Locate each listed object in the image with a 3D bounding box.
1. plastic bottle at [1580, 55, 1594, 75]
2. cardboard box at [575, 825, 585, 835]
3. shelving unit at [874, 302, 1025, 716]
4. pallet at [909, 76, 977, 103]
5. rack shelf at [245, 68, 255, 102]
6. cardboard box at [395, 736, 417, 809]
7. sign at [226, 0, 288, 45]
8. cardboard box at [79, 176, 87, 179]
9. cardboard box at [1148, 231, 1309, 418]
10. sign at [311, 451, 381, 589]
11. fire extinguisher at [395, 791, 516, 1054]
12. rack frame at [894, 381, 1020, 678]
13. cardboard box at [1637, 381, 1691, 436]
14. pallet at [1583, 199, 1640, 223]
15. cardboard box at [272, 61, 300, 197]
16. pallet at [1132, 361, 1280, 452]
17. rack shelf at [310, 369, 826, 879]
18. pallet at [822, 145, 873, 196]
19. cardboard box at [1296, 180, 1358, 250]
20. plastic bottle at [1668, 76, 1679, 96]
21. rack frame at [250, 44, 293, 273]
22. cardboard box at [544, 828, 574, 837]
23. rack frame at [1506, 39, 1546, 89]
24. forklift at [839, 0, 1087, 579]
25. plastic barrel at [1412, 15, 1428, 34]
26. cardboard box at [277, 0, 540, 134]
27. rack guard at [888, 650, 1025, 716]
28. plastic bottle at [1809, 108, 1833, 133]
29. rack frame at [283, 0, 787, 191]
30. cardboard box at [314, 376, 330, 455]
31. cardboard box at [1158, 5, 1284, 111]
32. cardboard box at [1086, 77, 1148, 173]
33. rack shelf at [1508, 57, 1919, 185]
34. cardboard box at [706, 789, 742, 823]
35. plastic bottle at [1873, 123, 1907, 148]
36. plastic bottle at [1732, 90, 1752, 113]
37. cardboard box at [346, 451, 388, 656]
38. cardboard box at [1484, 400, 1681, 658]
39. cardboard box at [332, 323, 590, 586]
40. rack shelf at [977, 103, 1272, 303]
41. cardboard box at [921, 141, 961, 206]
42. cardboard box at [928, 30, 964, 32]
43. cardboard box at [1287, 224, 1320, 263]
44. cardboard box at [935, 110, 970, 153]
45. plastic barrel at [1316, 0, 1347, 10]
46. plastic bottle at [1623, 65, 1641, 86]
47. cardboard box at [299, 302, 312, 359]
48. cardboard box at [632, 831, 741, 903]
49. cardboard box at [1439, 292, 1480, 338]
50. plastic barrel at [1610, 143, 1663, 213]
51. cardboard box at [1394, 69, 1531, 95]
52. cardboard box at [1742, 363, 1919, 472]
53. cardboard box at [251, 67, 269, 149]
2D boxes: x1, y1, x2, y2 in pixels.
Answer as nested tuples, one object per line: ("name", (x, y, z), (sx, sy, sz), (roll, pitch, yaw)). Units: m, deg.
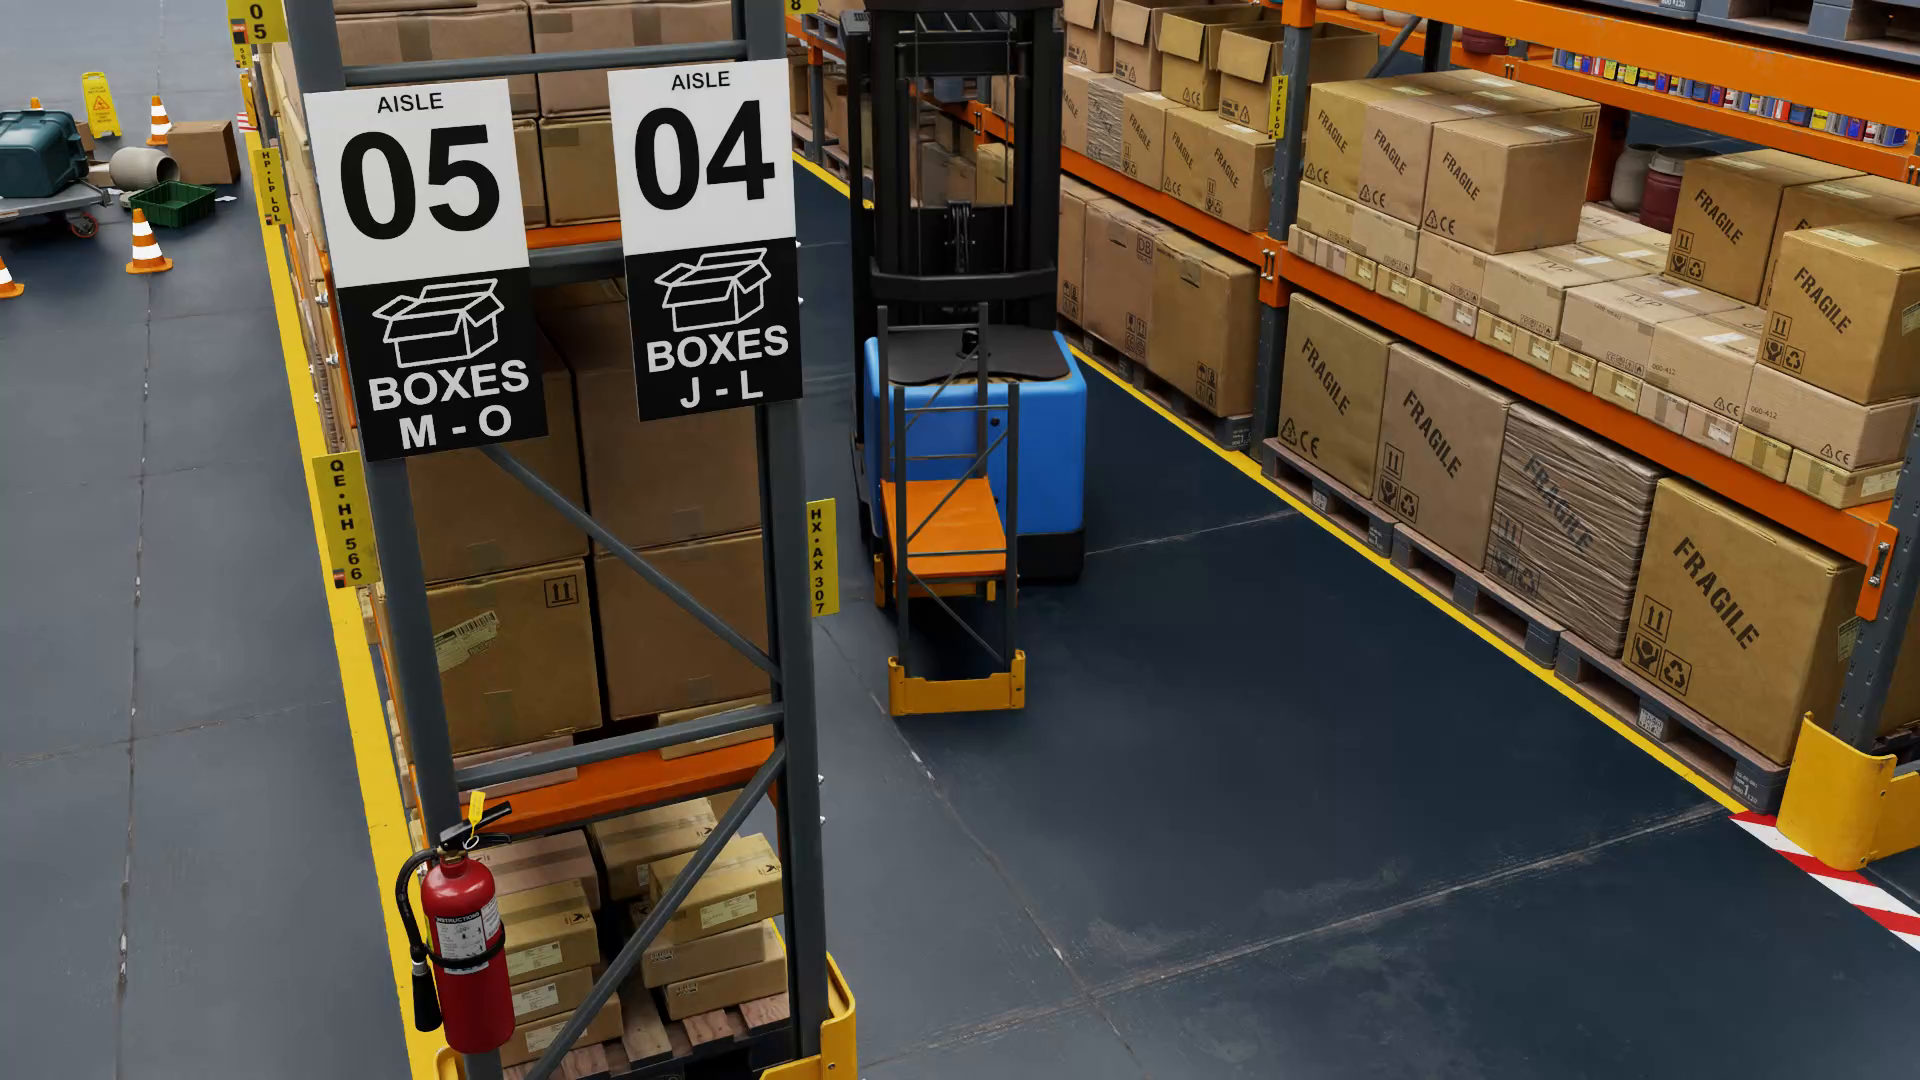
("plastic bottle", (5.126, -3.937, 13.528), (0.061, 0.283, 0.133), (-11, 28, -21))
("cardboard box", (-1.239, 0.958, 6.139), (0.380, 0.149, 0.250), (-10, 28, -20))
("shelving unit", (-0.066, -0.160, 7.368), (0.587, 1.500, 1.083), (-3, 26, -6))
("pallet", (0.233, -3.692, 13.112), (1.213, 0.211, 1.003), (-11, 28, -21))
("rack shelf", (-4.776, -3.182, 12.668), (1.077, 0.370, 4.000), (-11, 28, -21))
("cardboard box", (-1.764, 0.778, 5.830), (0.380, 0.149, 0.250), (-10, 28, -19))
("sign", (-1.379, -1.127, 3.211), (0.100, 0.325, 0.005), (-11, 28, -21))
("cardboard box", (-8.250, -3.325, 14.832), (0.797, 0.637, 0.503), (-11, 28, -21))
("cardboard box", (1.908, -1.383, 10.107), (1.225, 0.875, 0.875), (-10, 28, -20))
("sign", (-1.379, -0.043, 3.740), (0.100, 0.325, 0.005), (-11, 28, -21))
("fire extinguisher", (-1.186, 0.915, 3.970), (0.296, 0.674, 0.183), (-11, 28, -21))
("rack frame", (-0.013, 0.058, 6.922), (0.500, 1.500, 0.032), (-3, 26, -6))
("cardboard box", (3.003, -0.561, 6.767), (0.380, 0.149, 0.250), (-10, 28, -20))
("pallet", (5.515, -2.796, 14.236), (1.003, 0.211, 1.213), (-11, 28, -21))
("cardboard box", (-1.488, -1.092, 4.319), (0.500, 0.250, 0.500), (-11, 28, -21))
("pallet", (1.805, -0.940, 10.434), (1.003, 0.211, 1.213), (-11, 28, -21))
("rack shelf", (-1.643, 0.048, 6.053), (1.077, 0.370, 4.000), (-11, 28, -21))
("pallet", (-0.650, -3.557, 15.794), (1.003, 0.211, 1.213), (-11, 28, -21))
("cardboard box", (2.120, -1.726, 8.698), (0.500, 0.250, 0.500), (-11, 28, -22))
("plastic bottle", (5.512, -3.554, 12.758), (0.097, 0.271, 0.097), (0, 26, 0))
("rack frame", (-3.993, -2.698, 10.857), (1.000, 3.000, 0.127), (-11, 28, -21))
("cardboard box", (-1.545, 0.991, 5.733), (0.380, 0.149, 0.250), (-11, 28, -21))
("rack frame", (5.168, -4.360, 14.261), (1.000, 3.000, 0.127), (-11, 28, -21))
("forklift", (-0.053, -1.714, 8.920), (1.130, 2.935, 3.031), (-3, 26, -6))
("plastic barrel", (4.403, -4.959, 15.361), (0.421, 0.512, 0.421), (0, 26, 0))
("cardboard box", (-1.275, -1.116, 3.798), (0.500, 0.250, 0.500), (-11, 28, -22))
("rack guard", (-0.013, 0.619, 7.198), (0.587, 0.250, 0.087), (-3, 26, -6))
("plastic bottle", (6.073, -3.038, 11.610), (0.144, 0.351, 0.185), (-11, 28, -21))
("rack frame", (-0.860, -2.164, 2.926), (1.000, 3.000, 0.127), (-11, 28, -21))
("cardboard box", (-3.149, -0.611, 8.953), (0.500, 0.500, 0.500), (-11, 28, -22))
("cardboard box", (1.661, -2.926, 10.066), (0.797, 0.503, 0.637), (-10, 28, -20))
("cardboard box", (1.152, -2.695, 10.737), (0.500, 0.500, 0.500), (-10, 28, -20))
("rack shelf", (5.951, -3.230, 12.766), (1.077, 0.370, 4.000), (-11, 28, -21))
("cardboard box", (-0.952, 0.873, 5.636), (0.380, 0.149, 0.250), (-11, 28, -21))
("plastic bottle", (6.282, -2.793, 11.193), (0.152, 0.276, 0.135), (-11, 28, -21))
("plastic bottle", (5.798, -3.292, 12.216), (0.152, 0.276, 0.135), (-11, 28, -21))
("cardboard box", (-1.470, 0.007, 4.863), (0.500, 0.500, 0.500), (-11, 28, -21))
("cardboard box", (3.063, -0.126, 7.531), (0.875, 0.875, 0.875), (-11, 28, -21))
("cardboard box", (-1.268, -0.238, 4.226), (0.500, 0.500, 0.500), (-11, 28, -22))
("rack shelf", (1.393, -2.379, 11.023), (1.077, 0.370, 4.000), (-11, 28, -21))
("cardboard box", (0.100, -3.072, 13.971), (0.700, 0.500, 0.500), (-13, 29, -25))
("cardboard box", (0.051, -4.162, 13.263), (0.700, 0.500, 0.500), (-6, 27, -13))
("cardboard box", (1.986, -1.605, 8.905), (0.380, 0.149, 0.250), (-11, 28, -20))
("cardboard box", (0.103, -3.398, 13.784), (0.500, 0.250, 0.500), (-7, 27, -15))
("plastic barrel", (3.774, -5.612, 16.671), (0.433, 0.535, 0.433), (0, 26, 0))
("plastic bottle", (5.322, -3.736, 13.115), (0.061, 0.283, 0.133), (-11, 28, -21))
("cardboard box", (-3.360, -1.163, 9.230), (0.500, 0.250, 0.500), (-12, 28, -23))
("cardboard box", (-0.885, 1.115, 5.480), (0.380, 0.149, 0.250), (-11, 28, -21))
("cardboard box", (2.495, -1.082, 7.833), (0.380, 0.149, 0.250), (-10, 28, -20))
("plastic barrel", (5.678, -3.024, 13.881), (0.421, 0.512, 0.421), (0, 26, 0))
("cardboard box", (2.603, -2.158, 8.728), (0.500, 0.500, 0.500), (-10, 28, -19))
("cardboard box", (3.309, -0.496, 6.179), (0.500, 0.250, 0.500), (-11, 28, -21))
("cardboard box", (-4.417, -2.878, 11.113), (0.500, 0.500, 0.500), (-11, 28, -21))
